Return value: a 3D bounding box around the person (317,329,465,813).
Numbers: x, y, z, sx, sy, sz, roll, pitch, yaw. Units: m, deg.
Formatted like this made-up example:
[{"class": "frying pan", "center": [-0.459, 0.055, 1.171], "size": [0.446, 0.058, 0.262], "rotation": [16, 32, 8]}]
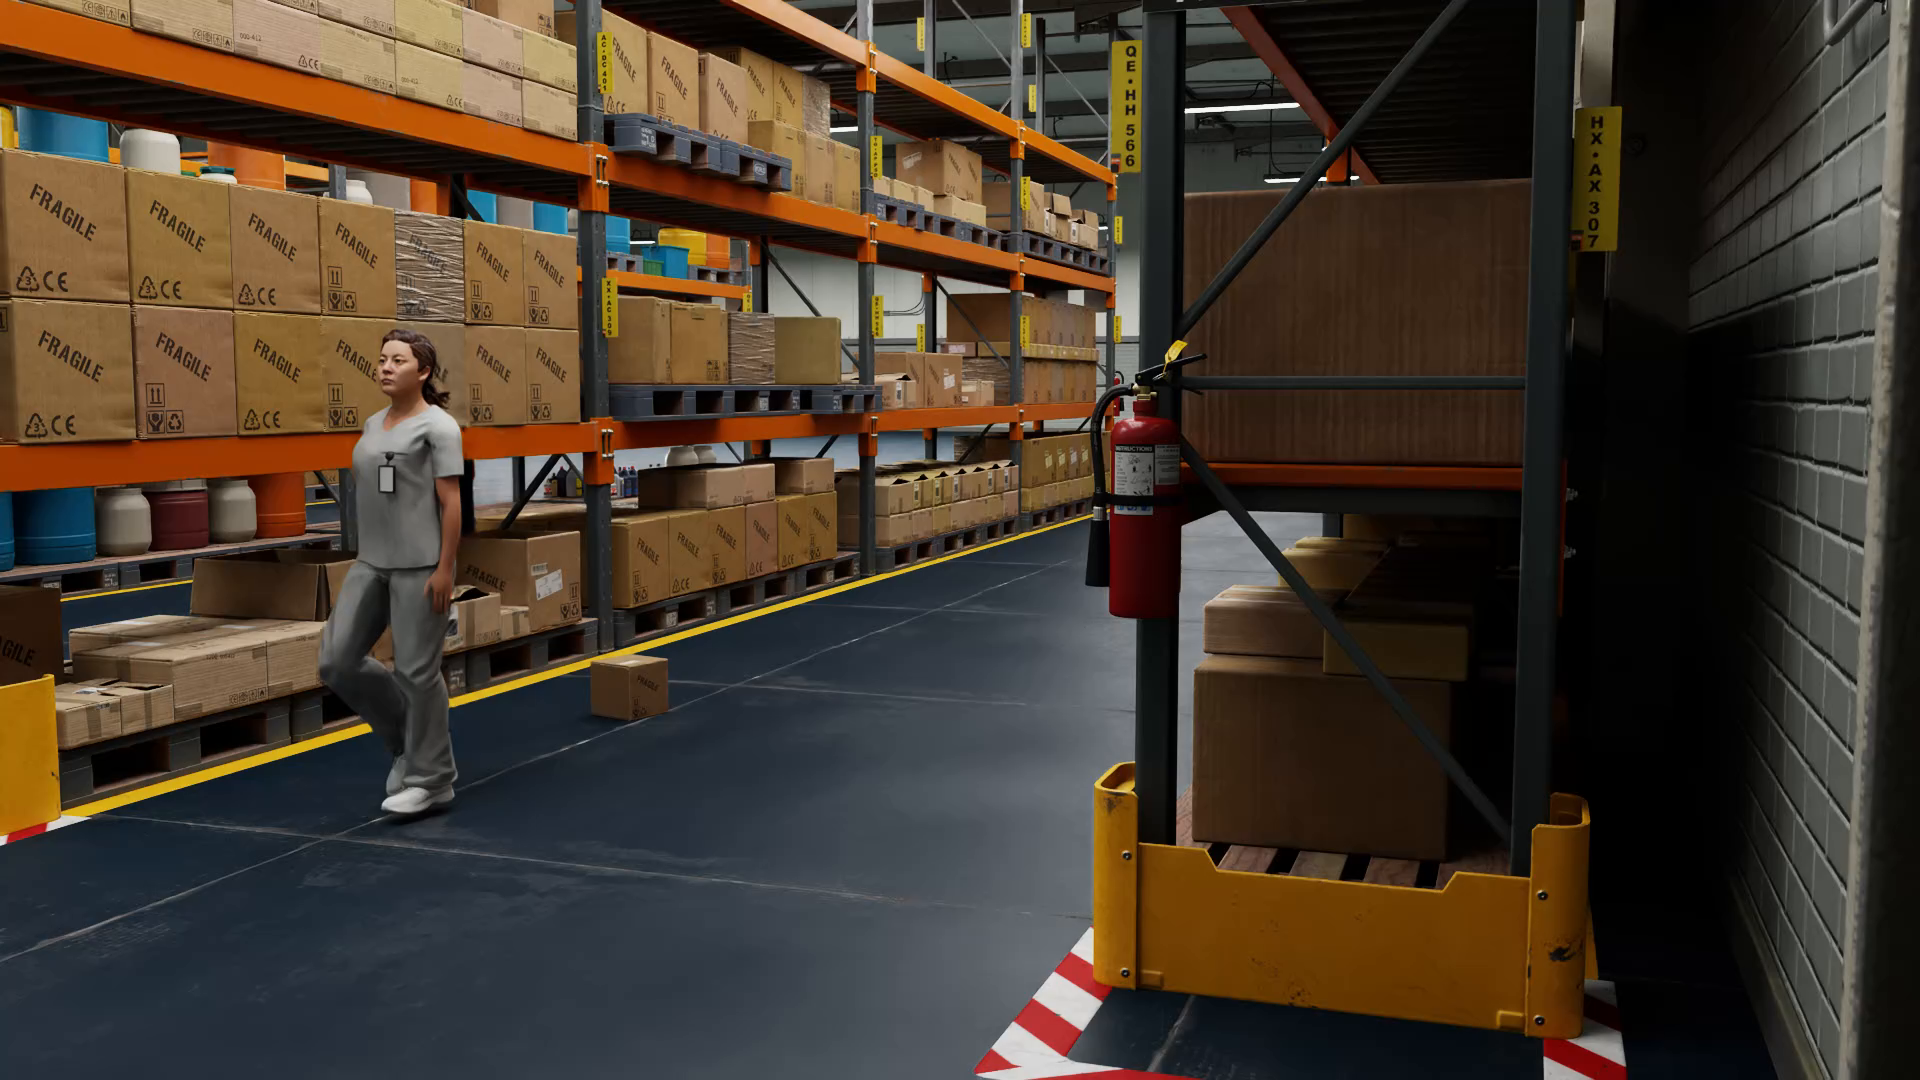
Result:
[{"class": "person", "center": [-1.931, 0.108, 5.758], "size": [0.458, 1.667, 0.464], "rotation": [3, 6, 27]}]
